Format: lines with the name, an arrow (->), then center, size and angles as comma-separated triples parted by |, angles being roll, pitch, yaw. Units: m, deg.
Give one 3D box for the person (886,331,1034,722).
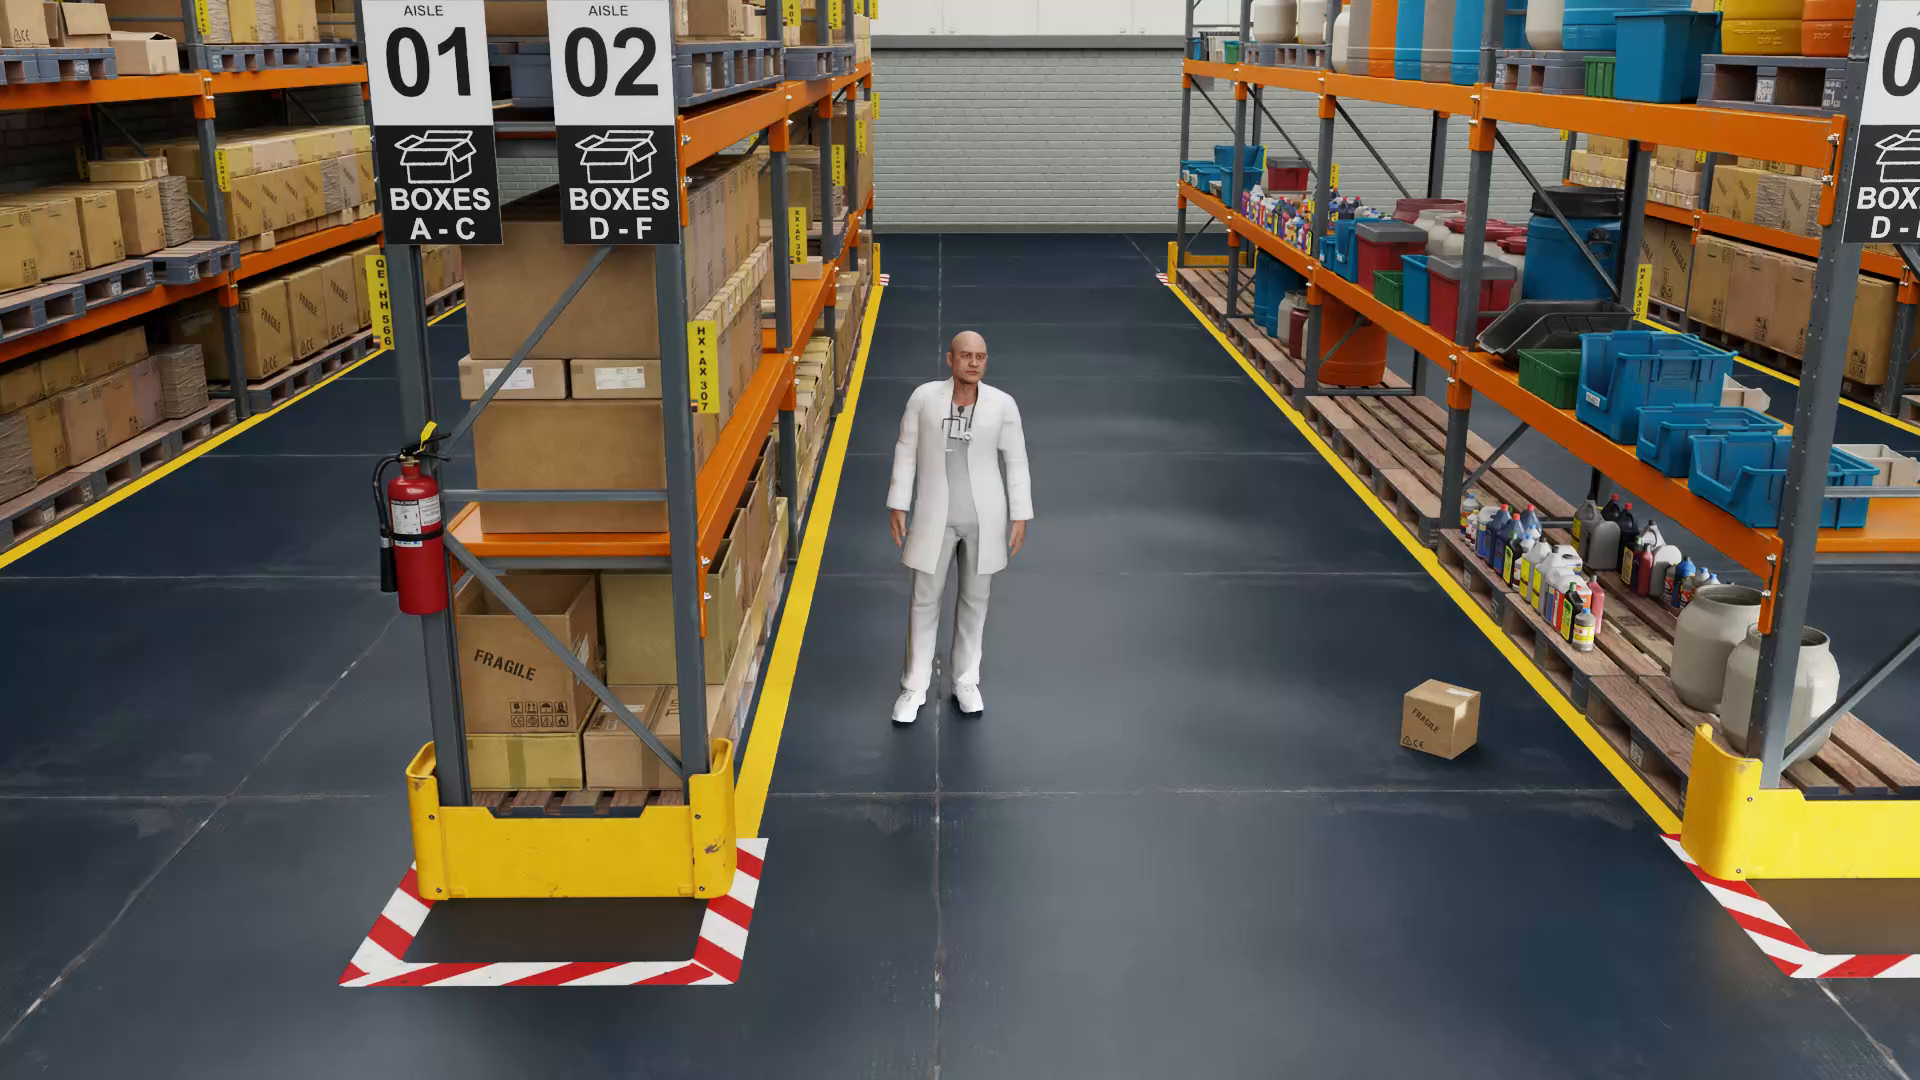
person -> -0.001, -0.065, 7.753 | 0.695, 1.775, 0.582 | 0, 17, -1
